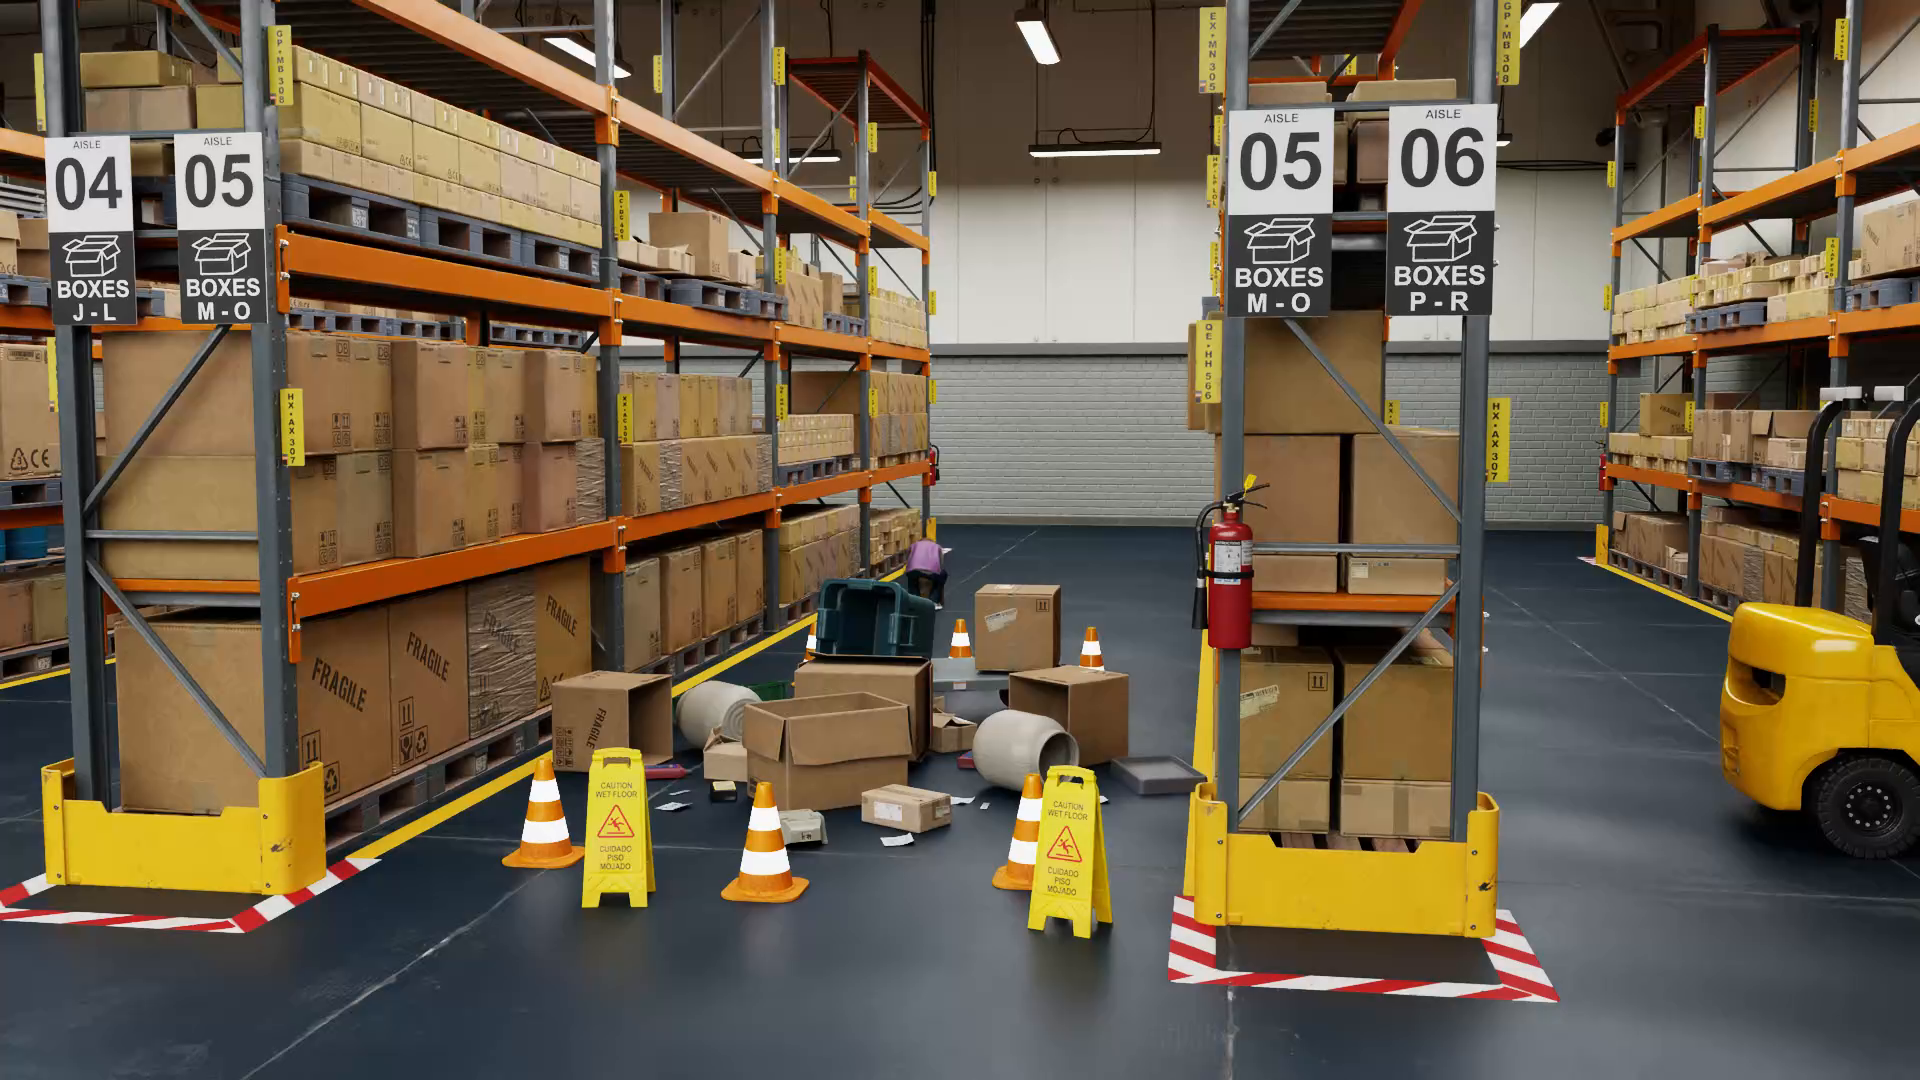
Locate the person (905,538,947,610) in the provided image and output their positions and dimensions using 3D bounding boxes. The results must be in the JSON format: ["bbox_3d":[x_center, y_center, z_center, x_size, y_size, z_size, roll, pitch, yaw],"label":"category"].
[{"bbox_3d":[-0.347,0.365,16.892,0.426,0.717,0.852,1,5,7],"label":"person"}]
